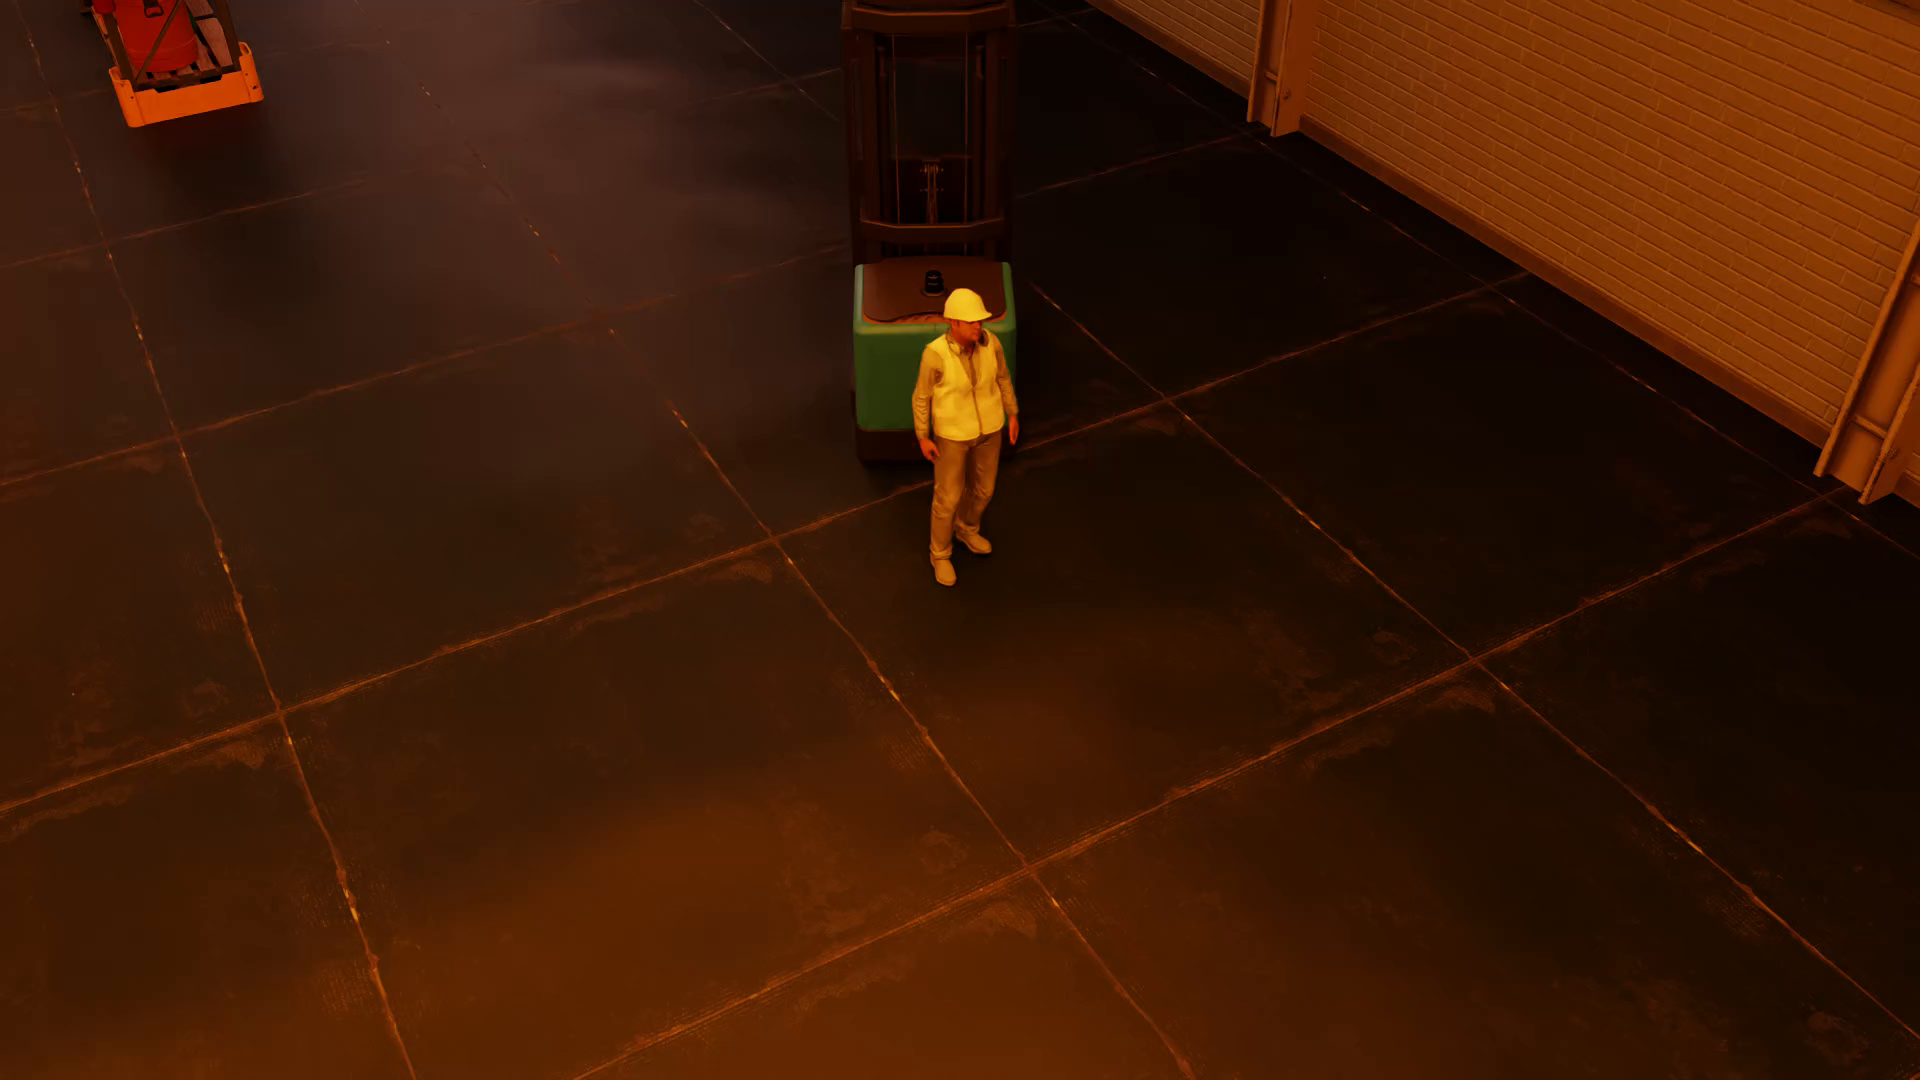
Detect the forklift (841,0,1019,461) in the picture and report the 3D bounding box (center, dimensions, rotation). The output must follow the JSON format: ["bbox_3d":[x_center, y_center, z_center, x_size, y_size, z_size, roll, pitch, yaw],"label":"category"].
[{"bbox_3d":[-0.199,-2.563,11.126,1.130,2.935,3.031,-1,40,-1],"label":"forklift"}]

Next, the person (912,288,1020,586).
[{"bbox_3d":[0.065,-0.623,9.713,0.653,1.765,0.567,-18,43,-21],"label":"person"}]
